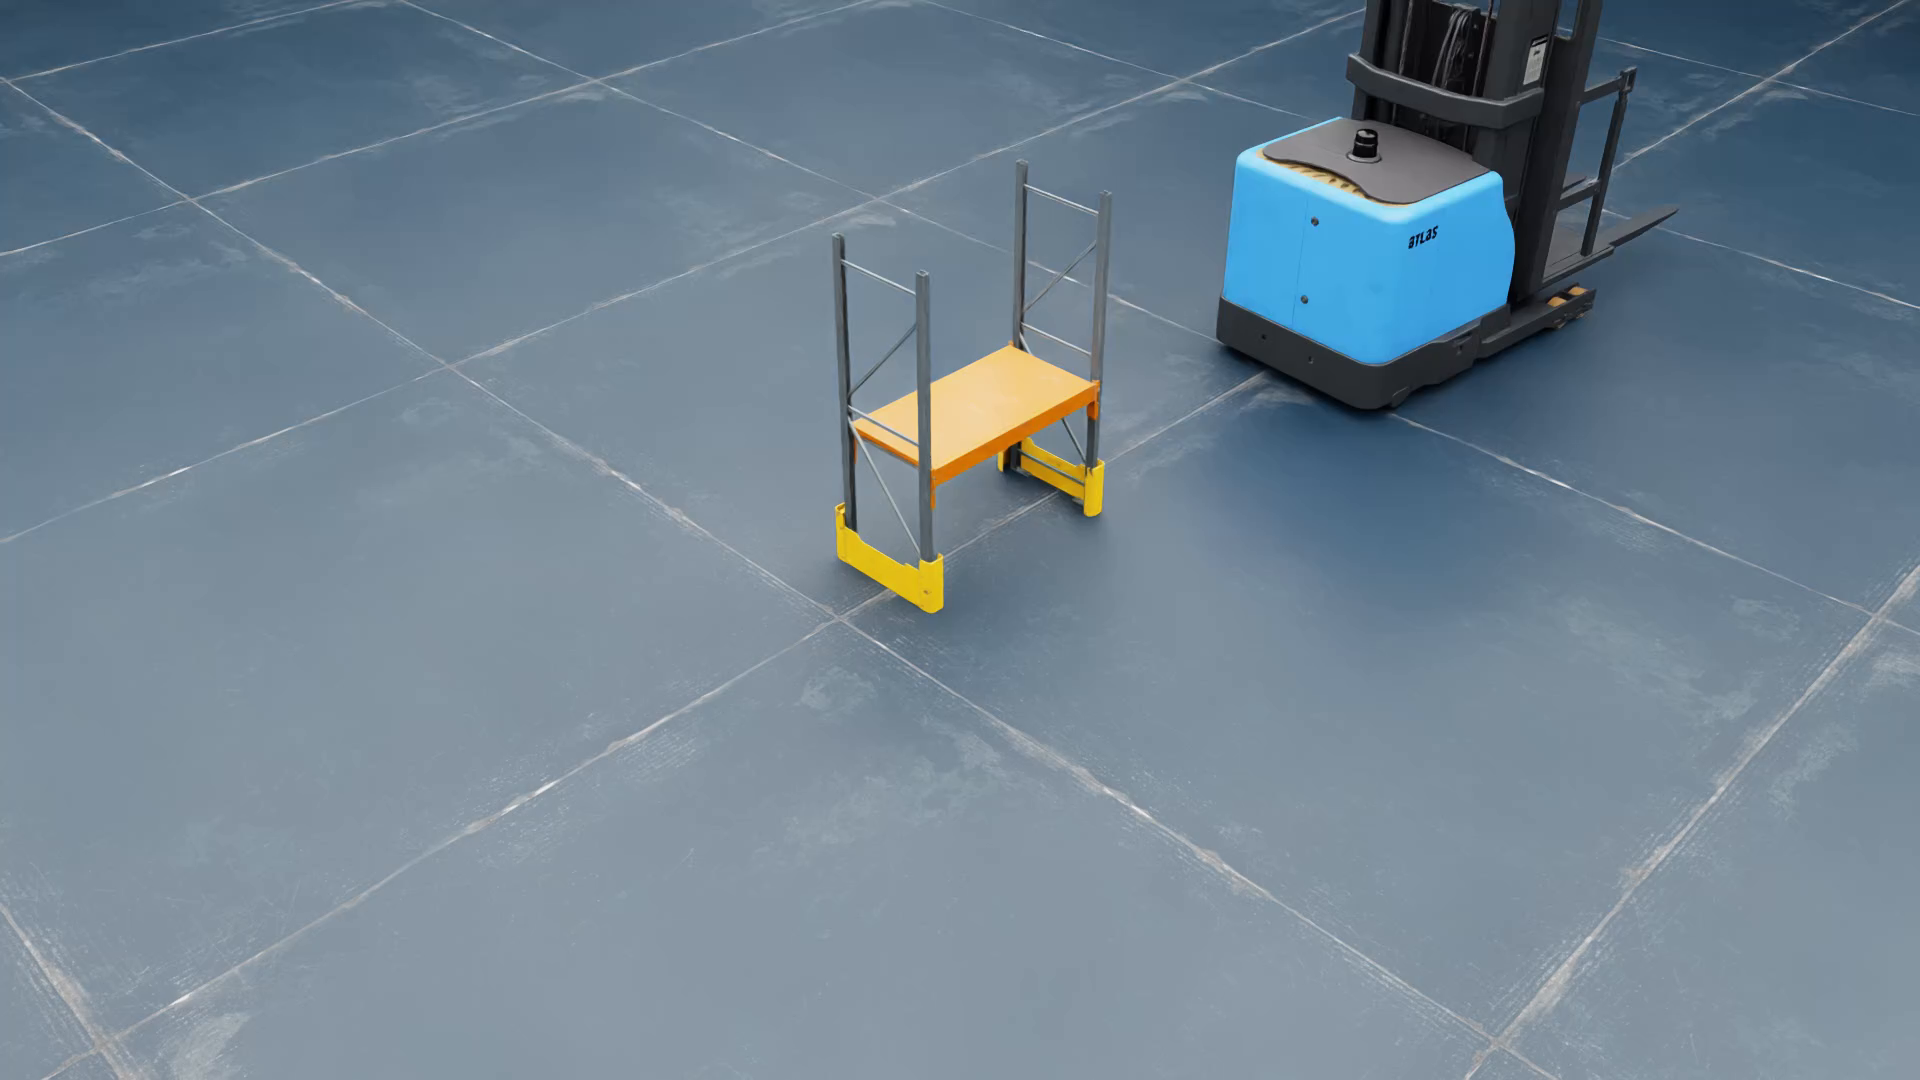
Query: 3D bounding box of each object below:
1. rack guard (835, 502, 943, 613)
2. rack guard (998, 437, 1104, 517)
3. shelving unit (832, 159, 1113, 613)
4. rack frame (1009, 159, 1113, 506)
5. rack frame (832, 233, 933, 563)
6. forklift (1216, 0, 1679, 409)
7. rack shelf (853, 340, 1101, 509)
[{"bbox_3d":[-0.297,0.069,6.933,0.587,0.250,0.087,30,45,35],"label":"rack guard"},{"bbox_3d":[0.405,-0.336,7.513,0.587,0.250,0.087,30,45,35],"label":"rack guard"},{"bbox_3d":[0.054,-0.646,6.865,0.587,1.500,1.083,30,45,35],"label":"shelving unit"},{"bbox_3d":[0.418,-0.856,7.167,0.500,1.500,0.032,30,45,35],"label":"rack frame"},{"bbox_3d":[-0.298,-0.443,6.575,0.500,1.500,0.032,30,45,35],"label":"rack frame"},{"bbox_3d":[2.785,-2.534,8.322,3.031,2.935,1.130,-26,42,-32],"label":"forklift"},{"bbox_3d":[0.060,-0.502,6.974,0.538,0.185,1.000,30,45,35],"label":"rack shelf"}]
